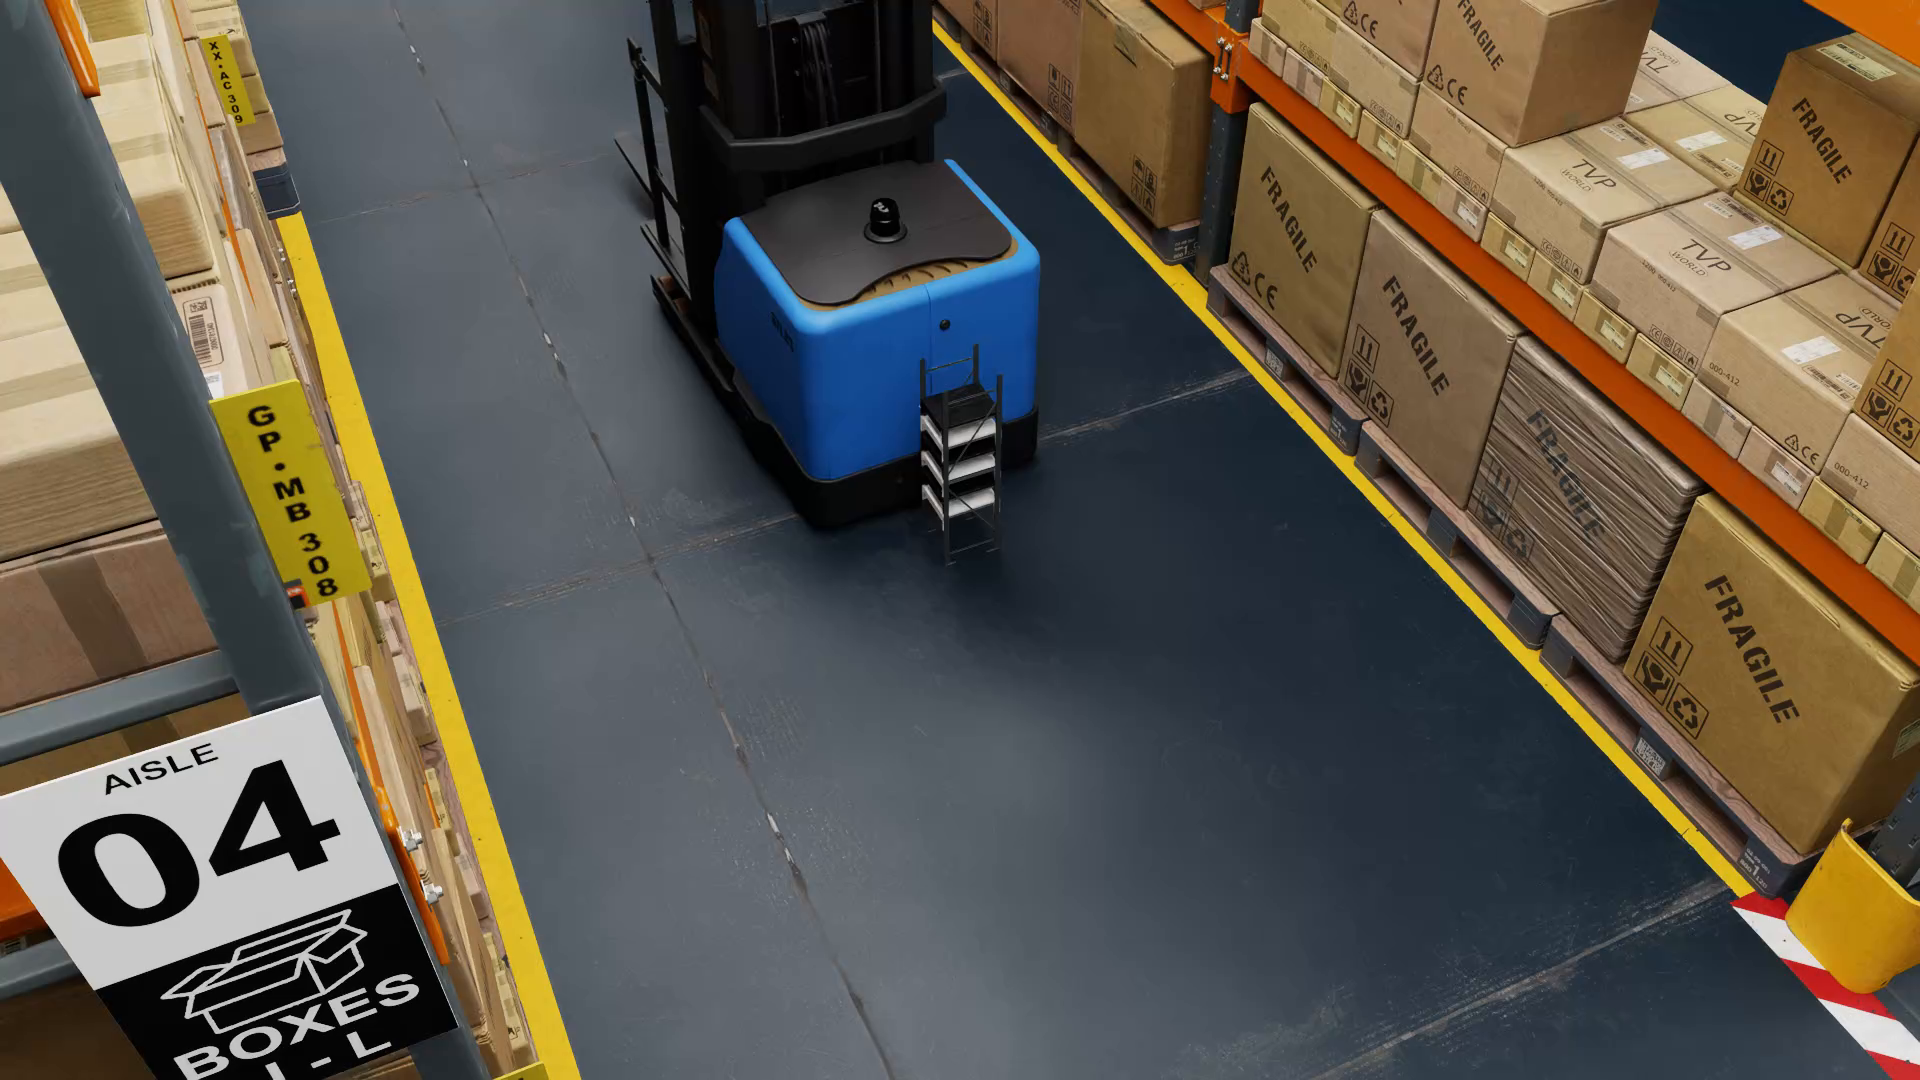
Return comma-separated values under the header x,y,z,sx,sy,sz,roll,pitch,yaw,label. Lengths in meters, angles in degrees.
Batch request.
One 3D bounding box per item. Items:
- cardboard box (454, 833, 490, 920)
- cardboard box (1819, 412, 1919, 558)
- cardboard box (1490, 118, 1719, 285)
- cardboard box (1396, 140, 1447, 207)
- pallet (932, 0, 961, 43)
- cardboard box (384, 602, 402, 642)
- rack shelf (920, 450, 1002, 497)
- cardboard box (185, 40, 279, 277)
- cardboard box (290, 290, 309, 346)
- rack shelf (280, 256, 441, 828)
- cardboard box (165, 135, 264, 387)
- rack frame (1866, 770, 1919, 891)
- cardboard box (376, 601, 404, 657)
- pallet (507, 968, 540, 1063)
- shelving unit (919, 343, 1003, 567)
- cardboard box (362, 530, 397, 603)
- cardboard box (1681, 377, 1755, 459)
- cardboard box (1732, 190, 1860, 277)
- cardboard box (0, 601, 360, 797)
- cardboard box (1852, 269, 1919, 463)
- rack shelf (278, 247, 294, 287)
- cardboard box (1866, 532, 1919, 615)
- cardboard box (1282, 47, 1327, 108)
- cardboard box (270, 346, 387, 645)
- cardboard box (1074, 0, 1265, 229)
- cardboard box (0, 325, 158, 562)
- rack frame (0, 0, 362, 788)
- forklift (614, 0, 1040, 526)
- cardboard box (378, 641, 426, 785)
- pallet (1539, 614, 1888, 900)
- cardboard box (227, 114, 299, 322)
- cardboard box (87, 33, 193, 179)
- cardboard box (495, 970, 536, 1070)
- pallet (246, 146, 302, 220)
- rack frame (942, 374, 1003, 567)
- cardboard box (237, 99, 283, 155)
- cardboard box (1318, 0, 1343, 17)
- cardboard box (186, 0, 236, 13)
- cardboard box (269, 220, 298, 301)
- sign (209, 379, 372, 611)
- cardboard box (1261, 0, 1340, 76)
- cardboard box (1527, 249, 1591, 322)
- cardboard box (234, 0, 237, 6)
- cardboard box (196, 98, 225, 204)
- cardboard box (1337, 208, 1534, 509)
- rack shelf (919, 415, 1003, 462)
x,y,z,sx,sy,sz,roll,pitch,yaw,label
-1.707,1.119,5.211,0.380,0.149,0.250,-20,48,-19,cardboard box
2.844,-0.188,4.700,0.500,0.250,0.500,-19,48,-18,cardboard box
2.194,-1.167,5.692,0.500,0.250,0.500,-18,47,-17,cardboard box
1.871,-1.413,6.225,0.380,0.149,0.250,-19,48,-18,cardboard box
0.188,-3.486,10.133,1.003,0.211,1.213,-18,47,-17,pallet
-2.259,0.300,6.041,0.380,0.149,0.250,-20,48,-19,cardboard box
0.003,-0.291,6.452,0.258,0.077,0.200,-18,47,-17,rack shelf
-2.271,-1.004,4.637,0.500,0.500,0.500,-19,48,-19,cardboard box
-2.397,-0.720,5.522,0.380,0.149,0.250,-19,48,-18,cardboard box
-2.095,0.477,4.643,1.077,0.370,4.000,-18,47,-17,rack shelf
-1.424,-0.386,2.621,0.500,0.250,0.500,-19,48,-18,cardboard box
3.288,0.095,4.518,1.000,3.000,0.127,-18,47,-17,rack frame
-2.060,0.391,5.525,0.380,0.149,0.250,-20,48,-19,cardboard box
-1.596,1.911,4.663,1.003,0.211,1.213,-18,47,-17,pallet
0.003,-0.315,6.429,0.258,0.900,0.210,-18,47,-17,shelving unit
-2.262,0.147,5.985,0.380,0.149,0.250,-20,48,-19,cardboard box
2.520,-0.431,5.230,0.380,0.149,0.250,-17,47,-17,cardboard box
2.899,-0.994,5.517,0.500,0.250,0.500,-20,48,-19,cardboard box
-1.211,0.119,2.465,0.500,0.250,0.500,-16,47,-16,cardboard box
2.845,-0.457,4.439,0.500,0.500,0.500,-17,47,-17,cardboard box
-3.777,-2.072,7.227,1.077,0.370,4.000,-18,47,-17,rack shelf
2.840,0.055,4.738,0.380,0.149,0.250,-17,47,-17,cardboard box
1.539,-1.911,6.730,0.380,0.149,0.250,-20,48,-19,cardboard box
-1.619,-0.024,3.644,0.500,0.500,0.500,-19,48,-18,cardboard box
1.319,-2.249,8.108,1.225,0.875,0.875,-18,47,-17,cardboard box
-1.184,-0.113,2.060,0.380,0.149,0.250,-18,48,-18,cardboard box
-1.255,-0.640,0.992,1.000,3.000,0.127,-18,47,-17,rack frame
-0.792,-2.137,6.829,1.130,2.935,3.031,-20,48,-19,forklift
-1.635,0.337,3.990,0.500,0.500,0.500,-17,47,-17,cardboard box
2.881,0.601,5.991,1.003,0.211,1.213,-18,47,-17,pallet
-2.477,-0.971,5.315,0.500,0.500,0.500,-18,47,-17,cardboard box
-1.424,-0.630,2.584,0.380,0.149,0.250,-17,47,-17,cardboard box
-1.381,1.376,4.527,0.380,0.149,0.250,-18,47,-18,cardboard box
-3.126,-1.516,6.287,1.003,0.211,1.213,-18,47,-17,pallet
0.046,-0.250,6.363,0.240,0.900,0.006,-18,47,-17,rack frame
-2.685,-1.501,6.015,0.380,0.149,0.250,-20,48,-19,cardboard box
1.576,-2.393,6.401,0.500,0.500,0.500,-18,47,-17,cardboard box
-2.808,-1.888,5.985,0.380,0.149,0.250,-17,47,-16,cardboard box
-3.007,-1.129,6.706,0.500,0.250,0.500,-20,48,-19,cardboard box
-0.762,-0.044,1.901,0.100,0.325,0.005,-18,47,-17,sign
1.566,-2.130,6.668,0.500,0.250,0.500,-19,48,-18,cardboard box
2.197,-0.920,5.725,0.380,0.149,0.250,-17,47,-17,cardboard box
-2.904,-1.936,6.244,0.380,0.149,0.250,-17,47,-16,cardboard box
-1.864,-0.874,3.471,0.500,0.250,0.500,-18,47,-18,cardboard box
2.190,-0.830,6.669,0.875,0.875,0.875,-18,47,-17,cardboard box
0.003,-0.420,6.326,0.258,0.077,0.200,-18,47,-17,rack shelf
